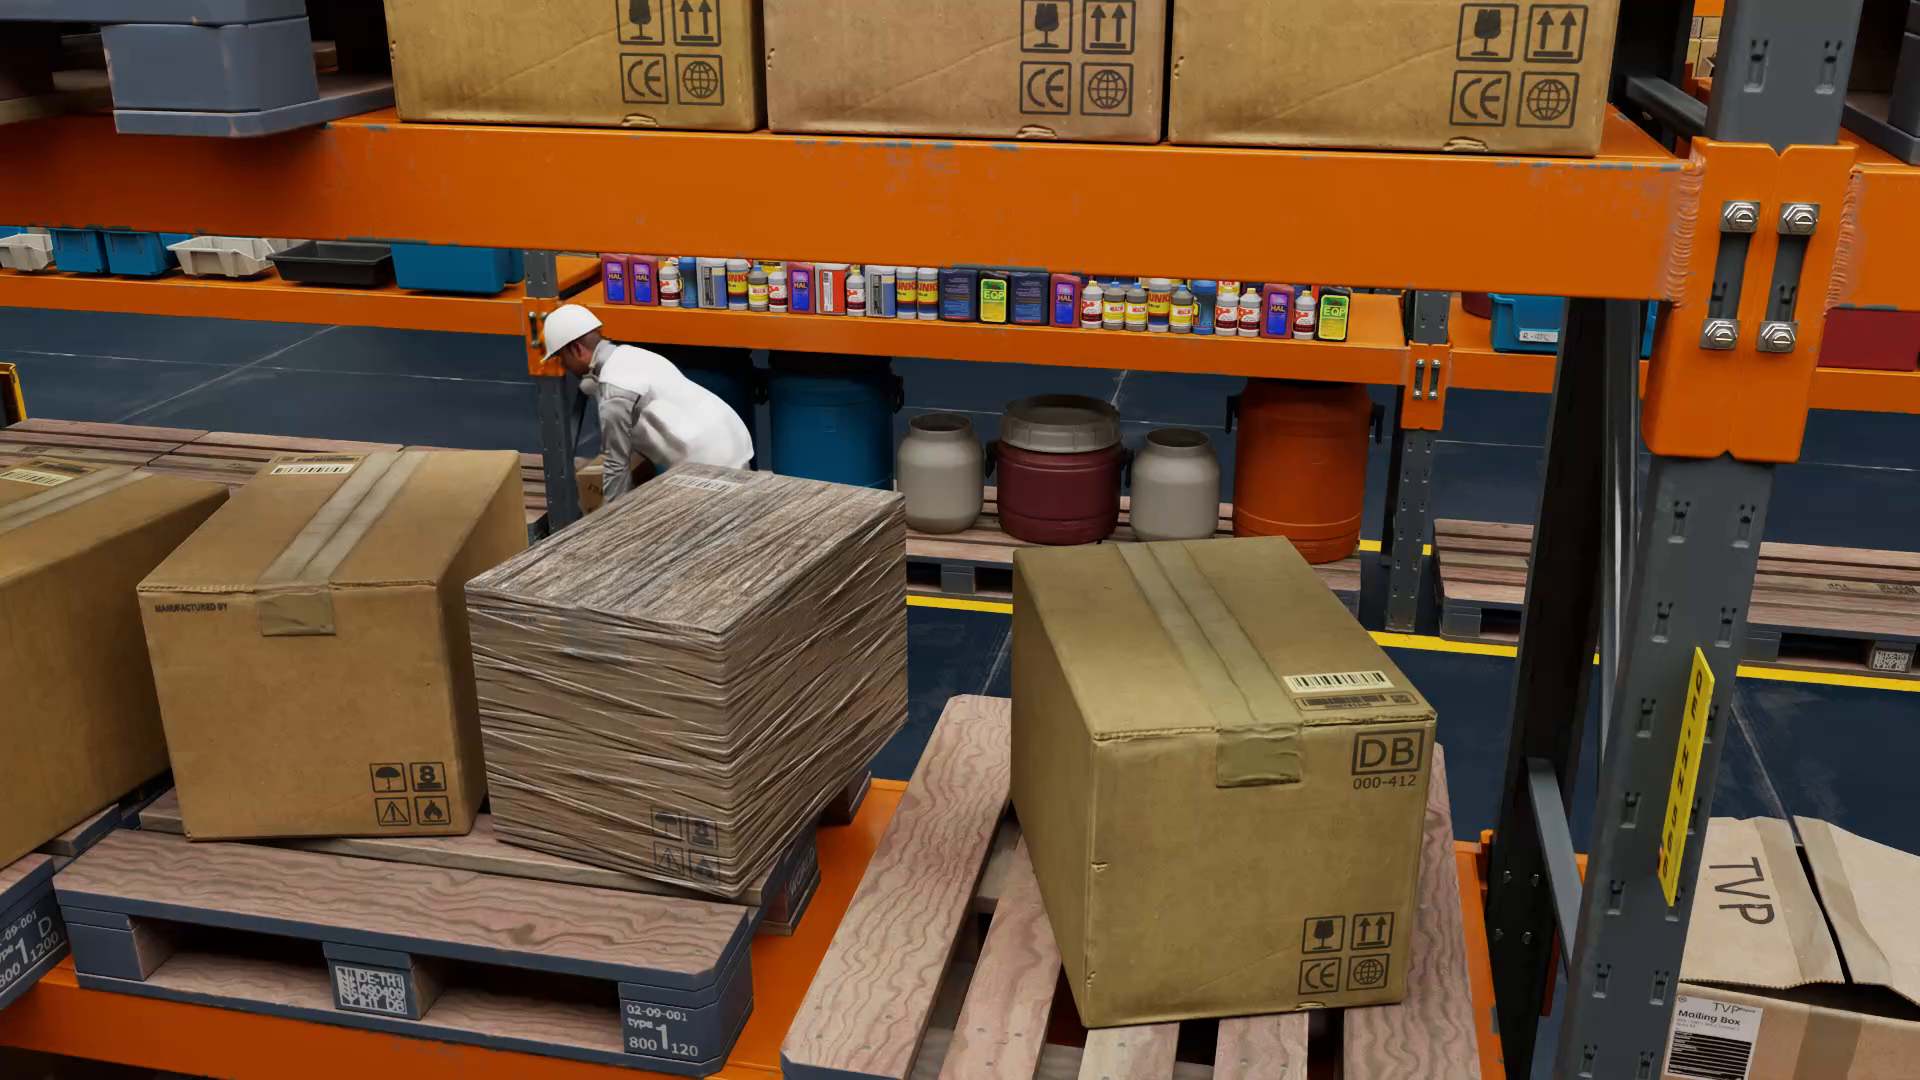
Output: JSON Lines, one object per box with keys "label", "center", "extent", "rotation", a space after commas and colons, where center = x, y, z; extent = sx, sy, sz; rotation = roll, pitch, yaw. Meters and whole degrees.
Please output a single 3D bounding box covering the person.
{"label": "person", "center": [-1.288, -0.220, 6.954], "extent": [0.841, 1.527, 0.469], "rotation": [4, 22, 10]}
